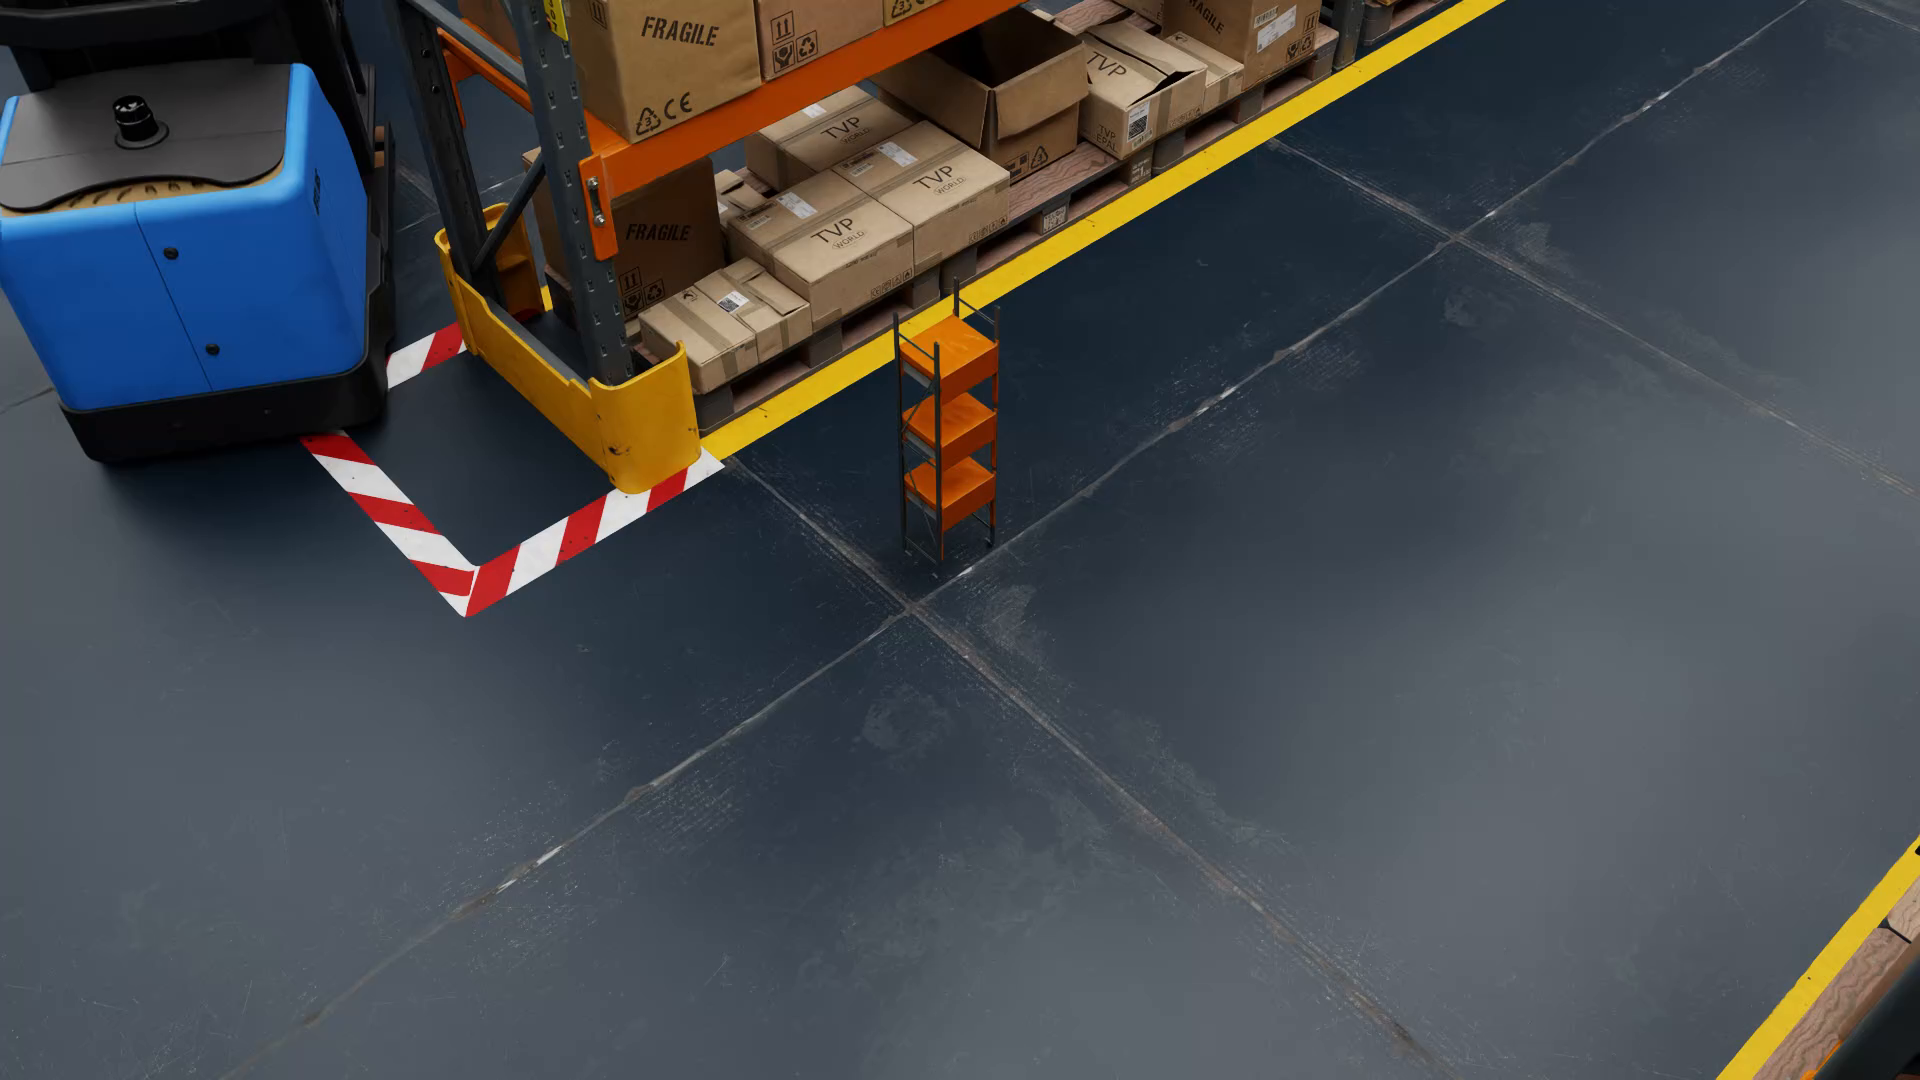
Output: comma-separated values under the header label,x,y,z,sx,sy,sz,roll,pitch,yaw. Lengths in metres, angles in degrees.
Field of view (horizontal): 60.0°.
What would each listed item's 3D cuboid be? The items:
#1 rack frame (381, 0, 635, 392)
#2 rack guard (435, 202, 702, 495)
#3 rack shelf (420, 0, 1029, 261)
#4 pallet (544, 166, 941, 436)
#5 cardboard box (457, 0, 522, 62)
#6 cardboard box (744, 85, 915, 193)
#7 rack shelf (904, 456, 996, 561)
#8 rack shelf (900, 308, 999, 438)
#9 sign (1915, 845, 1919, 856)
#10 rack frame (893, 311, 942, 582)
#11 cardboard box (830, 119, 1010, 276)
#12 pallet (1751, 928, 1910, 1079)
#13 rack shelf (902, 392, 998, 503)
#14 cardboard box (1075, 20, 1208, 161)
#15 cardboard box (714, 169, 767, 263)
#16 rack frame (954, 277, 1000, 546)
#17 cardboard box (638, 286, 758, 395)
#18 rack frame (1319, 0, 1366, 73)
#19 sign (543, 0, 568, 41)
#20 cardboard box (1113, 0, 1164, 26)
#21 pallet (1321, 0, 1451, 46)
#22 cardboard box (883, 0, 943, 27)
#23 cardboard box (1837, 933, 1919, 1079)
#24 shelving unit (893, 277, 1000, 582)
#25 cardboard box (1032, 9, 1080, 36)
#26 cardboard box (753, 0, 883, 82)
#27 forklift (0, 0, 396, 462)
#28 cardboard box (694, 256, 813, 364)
label,x,y,z,sx,sy,sz,roll,pitch,yaw
rack frame,-1.488,-1.524,5.115,0.127,3.000,1.000,-34,56,-27
rack guard,-1.432,-0.714,6.068,0.348,0.500,1.175,-34,56,-27
rack shelf,-0.008,-2.269,6.292,4.000,0.370,1.077,-34,56,-27
pallet,-0.843,-1.010,6.539,1.213,0.211,1.003,-34,56,-27
cardboard box,-1.340,-1.927,5.419,0.500,0.500,0.500,-32,55,-26
cardboard box,-0.528,-1.597,6.754,0.500,0.250,0.500,-34,56,-27
rack shelf,-0.040,-0.134,5.552,0.240,0.259,0.215,-34,56,-27
rack shelf,-0.040,-0.515,5.139,0.240,0.259,0.215,-34,56,-27
sign,1.492,0.393,2.397,0.005,0.325,0.100,-34,56,-27
rack frame,-0.130,-0.269,5.284,0.008,1.050,0.200,-34,56,-27
cardboard box,-0.155,-1.350,6.526,0.500,0.250,0.500,-34,56,-27
pallet,2.386,1.676,4.060,1.213,0.211,1.003,-34,56,-27
rack shelf,-0.040,-0.322,5.348,0.240,0.259,0.215,-34,56,-27
cardboard box,0.686,-1.932,7.022,0.500,0.311,0.500,-34,56,-27
cardboard box,-0.891,-1.266,6.506,0.250,0.166,0.380,-34,56,-27
rack frame,0.051,-0.390,5.395,0.008,1.050,0.200,-34,56,-27
cardboard box,-0.947,-0.726,6.020,0.250,0.149,0.380,-34,56,-27
rack frame,1.471,-3.501,6.940,0.127,3.000,1.000,-34,56,-27
sign,-1.123,-1.522,4.525,0.005,0.325,0.100,-34,56,-27
cardboard box,1.015,-2.649,7.683,0.500,0.311,0.500,-34,56,-27
pallet,2.048,-2.979,8.355,1.213,0.211,1.003,-34,56,-27
cardboard box,-0.231,-2.138,5.614,0.500,0.500,0.500,-34,56,-27
cardboard box,2.218,0.809,2.759,0.700,0.700,0.980,-31,55,-26
shelving unit,-0.040,-0.330,5.340,0.252,1.050,0.215,-34,56,-27
cardboard box,0.382,-2.167,7.337,0.250,0.166,0.380,-34,56,-27
cardboard box,-0.604,-1.892,5.386,0.500,0.500,0.500,-34,56,-27
forklift,-2.944,-2.375,5.948,1.130,2.935,3.031,-10,48,-9
cardboard box,-0.762,-0.856,6.127,0.250,0.166,0.380,-34,56,-27
